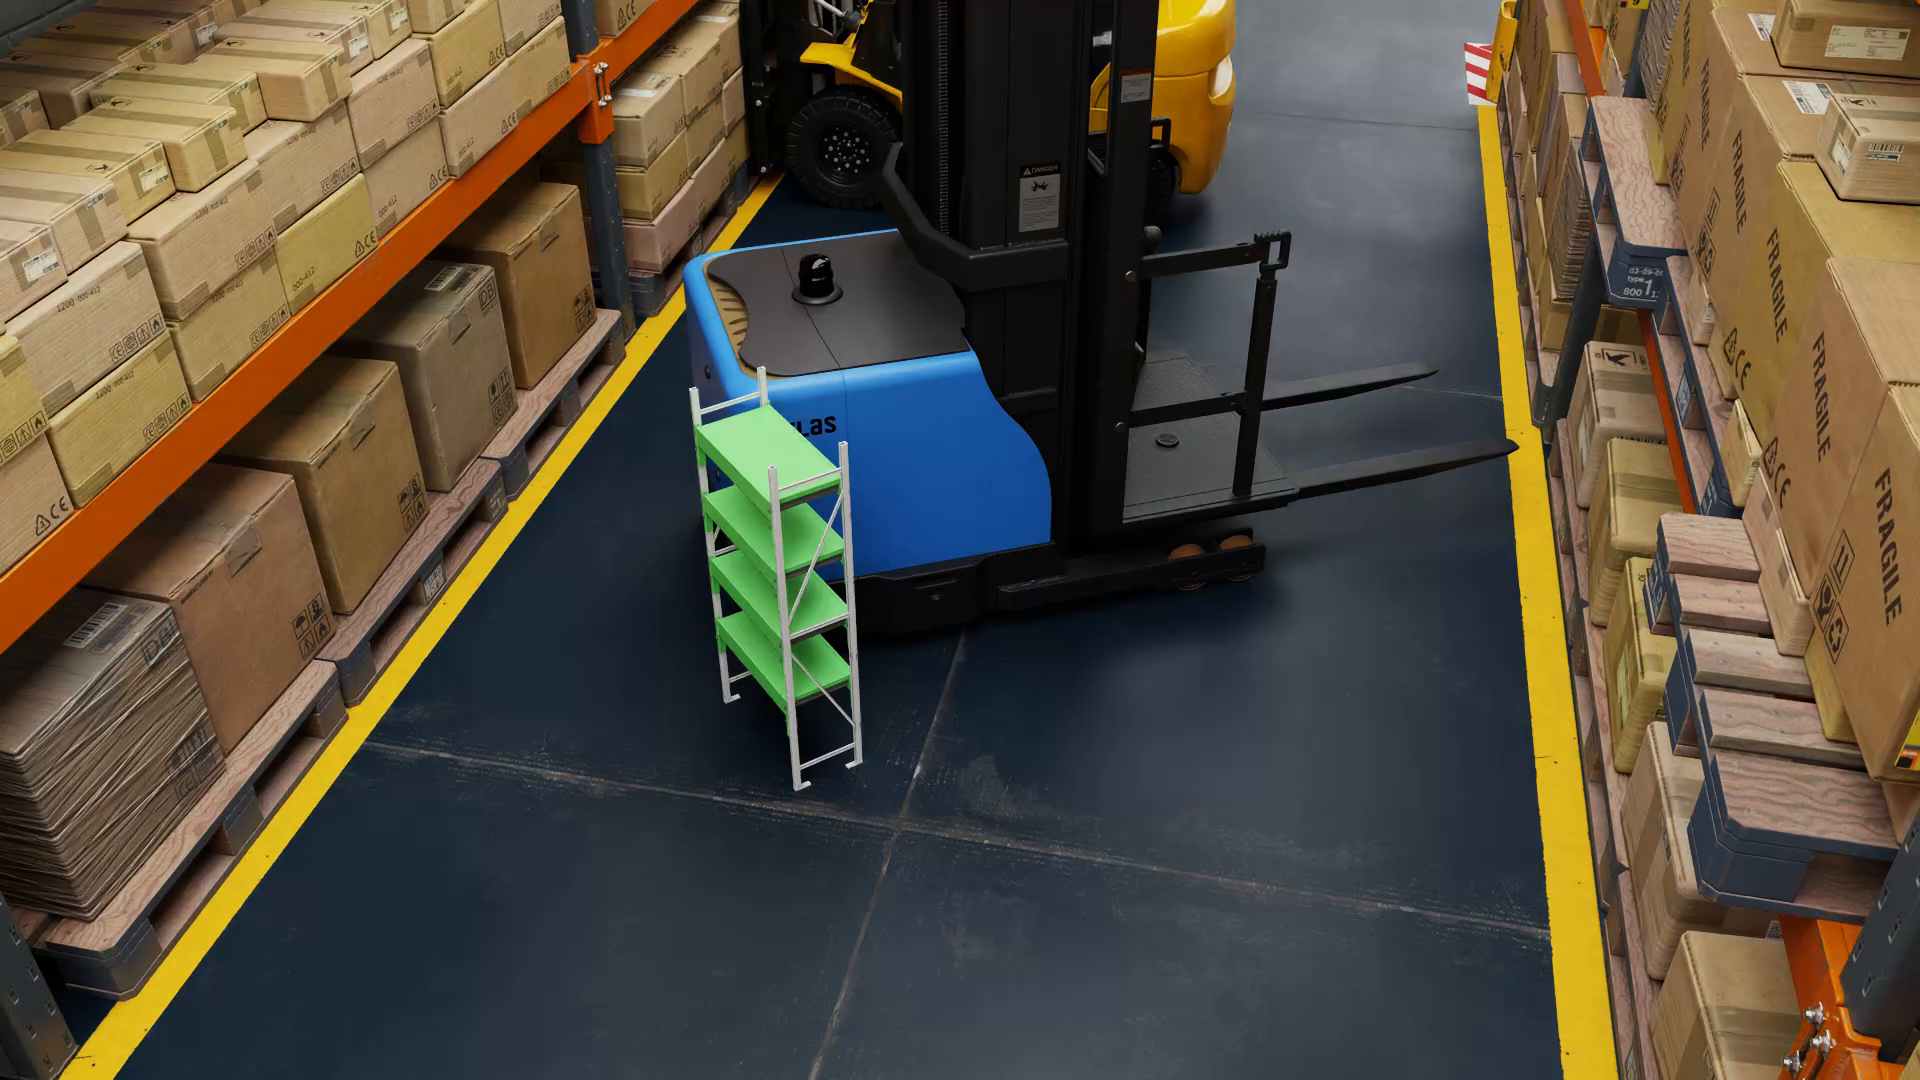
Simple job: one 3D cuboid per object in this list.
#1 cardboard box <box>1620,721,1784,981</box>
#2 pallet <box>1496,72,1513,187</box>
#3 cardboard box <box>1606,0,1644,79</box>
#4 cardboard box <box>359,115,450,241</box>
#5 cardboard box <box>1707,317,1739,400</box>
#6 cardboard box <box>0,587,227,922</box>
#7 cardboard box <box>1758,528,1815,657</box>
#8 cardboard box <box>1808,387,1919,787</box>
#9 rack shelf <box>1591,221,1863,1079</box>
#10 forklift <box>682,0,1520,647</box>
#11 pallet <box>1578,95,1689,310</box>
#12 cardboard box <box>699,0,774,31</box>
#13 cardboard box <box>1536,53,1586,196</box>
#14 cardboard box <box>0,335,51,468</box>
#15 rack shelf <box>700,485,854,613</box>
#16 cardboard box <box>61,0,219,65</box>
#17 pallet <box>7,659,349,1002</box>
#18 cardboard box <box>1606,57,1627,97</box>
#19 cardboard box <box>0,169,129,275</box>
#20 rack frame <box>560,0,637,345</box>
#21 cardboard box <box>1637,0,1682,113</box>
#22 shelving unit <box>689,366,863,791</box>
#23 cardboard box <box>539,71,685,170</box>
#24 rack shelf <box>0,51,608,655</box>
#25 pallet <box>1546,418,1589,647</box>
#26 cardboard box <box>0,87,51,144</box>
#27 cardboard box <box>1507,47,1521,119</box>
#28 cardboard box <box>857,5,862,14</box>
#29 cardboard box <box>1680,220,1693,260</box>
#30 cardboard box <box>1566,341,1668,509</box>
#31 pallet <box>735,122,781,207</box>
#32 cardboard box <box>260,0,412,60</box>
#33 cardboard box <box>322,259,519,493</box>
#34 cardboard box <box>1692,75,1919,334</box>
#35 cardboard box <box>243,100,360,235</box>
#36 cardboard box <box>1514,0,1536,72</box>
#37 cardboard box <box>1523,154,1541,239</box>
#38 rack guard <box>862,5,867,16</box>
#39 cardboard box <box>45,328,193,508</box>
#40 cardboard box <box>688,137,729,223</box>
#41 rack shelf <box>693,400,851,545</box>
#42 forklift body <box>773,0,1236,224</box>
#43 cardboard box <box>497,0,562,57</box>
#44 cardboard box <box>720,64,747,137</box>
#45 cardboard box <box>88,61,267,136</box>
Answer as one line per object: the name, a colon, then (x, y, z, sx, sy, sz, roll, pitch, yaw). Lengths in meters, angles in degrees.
cardboard box: (2.305, 0.871, 4.374, 0.950, 0.372, 0.625, 7, 36, 9)
pallet: (3.509, -2.229, 9.145, 1.003, 0.211, 1.213, 7, 37, 10)
cardboard box: (2.731, -2.016, 6.137, 0.500, 0.500, 0.500, 6, 36, 9)
cardboard box: (-2.061, -1.237, 5.529, 0.500, 0.250, 0.500, 8, 37, 10)
cardboard box: (2.119, -0.460, 4.185, 0.380, 0.149, 0.250, 6, 36, 8)
cardboard box: (-2.678, 0.539, 4.616, 0.875, 0.625, 0.625, 8, 37, 11)
cardboard box: (1.862, 0.125, 3.378, 0.380, 0.149, 0.250, 7, 37, 10)
cardboard box: (1.850, 0.097, 2.863, 0.500, 0.500, 0.500, 6, 36, 9)
rack shelf: (2.452, -0.132, 4.489, 1.077, 0.370, 4.000, 7, 37, 10)
forklift: (0.597, -1.292, 5.535, 3.031, 2.935, 1.130, -10, 37, -13)
pallet: (2.574, -1.072, 5.336, 1.003, 0.211, 1.213, 7, 37, 10)
cardboard box: (-1.227, -2.768, 8.646, 0.500, 0.250, 0.500, 7, 36, 9)
cardboard box: (2.958, -1.887, 7.644, 0.500, 0.500, 0.500, 9, 37, 12)
cardboard box: (-2.467, -0.259, 3.753, 0.500, 0.250, 0.500, 7, 37, 10)
rack shelf: (-0.546, -0.008, 4.939, 0.258, 0.148, 0.480, -21, 41, -26)
cardboard box: (-2.579, -1.594, 5.255, 0.380, 0.149, 0.250, 7, 37, 10)
pallet: (-2.611, 0.766, 5.014, 1.003, 0.211, 1.213, 7, 37, 10)
cardboard box: (2.650, -1.690, 6.240, 0.380, 0.149, 0.250, 7, 37, 9)
cardboard box: (-2.340, -0.801, 4.161, 0.380, 0.149, 0.250, 8, 37, 10)
rack frame: (-1.971, -2.190, 6.715, 1.000, 3.000, 0.127, 7, 37, 10)
cardboard box: (2.499, -1.668, 5.298, 0.500, 0.500, 0.500, 8, 37, 11)
shelving unit: (-0.546, 0.135, 5.042, 0.258, 1.200, 0.503, -21, 41, -26)
cardboard box: (-1.561, -1.889, 7.434, 0.500, 0.250, 0.500, 7, 36, 9)
rack shelf: (-2.398, -0.752, 5.344, 1.077, 0.370, 4.000, 7, 37, 10)
pallet: (2.714, 0.006, 6.062, 1.003, 0.211, 1.213, 7, 37, 10)
cardboard box: (-2.804, -1.159, 4.656, 0.380, 0.149, 0.250, 7, 36, 9)
cardboard box: (3.291, -2.492, 9.117, 0.500, 0.250, 0.500, 7, 37, 10)
cardboard box: (-0.908, -3.231, 10.136, 0.500, 0.250, 0.500, 8, 37, 10)
cardboard box: (2.309, -0.904, 4.798, 0.380, 0.149, 0.250, 8, 37, 11)
cardboard box: (2.770, -0.375, 6.092, 0.950, 0.372, 0.625, 8, 37, 11)
pallet: (-1.501, -2.213, 9.123, 1.003, 0.211, 1.213, 7, 37, 10)
cardboard box: (-2.012, -1.675, 5.368, 0.380, 0.149, 0.250, 6, 36, 9)
cardboard box: (-2.244, -0.654, 6.262, 0.875, 0.625, 0.625, 7, 37, 9)
cardboard box: (2.174, -0.803, 4.105, 0.500, 0.500, 0.500, 6, 36, 8)
cardboard box: (-2.170, -1.143, 4.972, 0.500, 0.250, 0.500, 8, 37, 11)
cardboard box: (3.287, -2.782, 8.878, 0.500, 0.500, 0.500, 6, 36, 8)
cardboard box: (2.960, -1.596, 7.882, 0.500, 0.250, 0.500, 8, 37, 11)
rack guard: (-1.111, -3.484, 10.632, 1.175, 0.500, 0.348, 7, 37, 10)
cardboard box: (-2.379, -0.347, 4.301, 0.500, 0.250, 0.500, 7, 36, 9)
cardboard box: (-1.450, -1.775, 8.128, 0.500, 0.250, 0.500, 7, 36, 9)
rack shelf: (-0.546, -0.202, 4.798, 0.258, 0.148, 0.480, -21, 41, -26)
forklift body: (0.261, -2.823, 8.313, 2.313, 2.155, 1.214, 7, 37, 10)
cardboard box: (-1.826, -2.018, 6.180, 0.500, 0.250, 0.500, 7, 36, 9)
cardboard box: (-1.341, -2.263, 8.376, 0.500, 0.250, 0.500, 7, 37, 10)
cardboard box: (-2.243, -1.248, 4.778, 0.380, 0.149, 0.250, 7, 37, 10)
